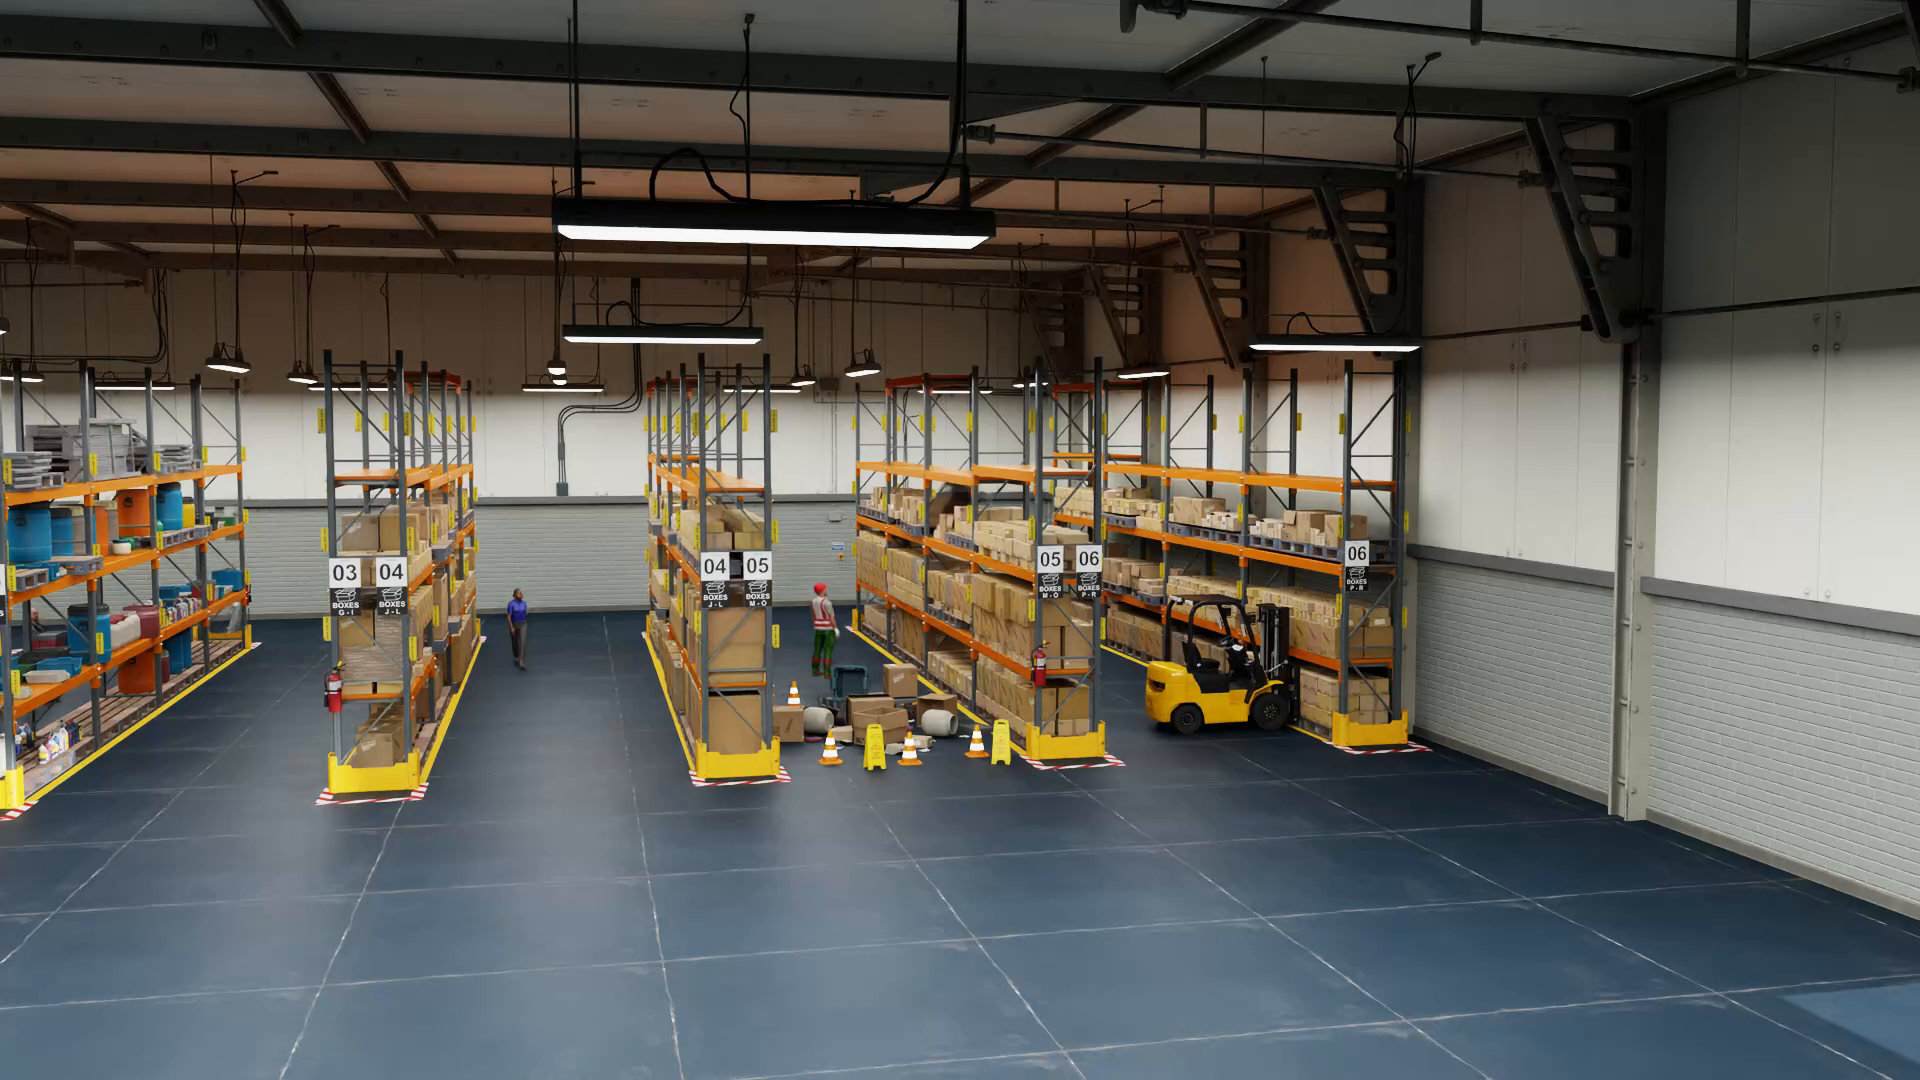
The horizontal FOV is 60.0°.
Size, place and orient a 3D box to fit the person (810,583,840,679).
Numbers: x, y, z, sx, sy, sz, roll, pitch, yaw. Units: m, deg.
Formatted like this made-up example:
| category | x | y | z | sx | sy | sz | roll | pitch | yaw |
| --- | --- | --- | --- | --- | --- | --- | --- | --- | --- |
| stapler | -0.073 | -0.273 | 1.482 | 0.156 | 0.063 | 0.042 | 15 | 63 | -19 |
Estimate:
| category | x | y | z | sx | sy | sz | roll | pitch | yaw |
| --- | --- | --- | --- | --- | --- | --- | --- | --- | --- |
| person | -2.496 | 1.670 | 30.947 | 0.604 | 1.778 | 0.496 | 2 | 5 | 28 |

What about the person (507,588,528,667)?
| category | x | y | z | sx | sy | sz | roll | pitch | yaw |
| --- | --- | --- | --- | --- | --- | --- | --- | --- | --- |
| person | -9.140 | 1.804 | 34.394 | 0.405 | 1.612 | 0.928 | -1 | 4 | -8 |

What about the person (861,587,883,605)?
| category | x | y | z | sx | sy | sz | roll | pitch | yaw |
| --- | --- | --- | --- | --- | --- | --- | --- | --- | --- |
| person | -2.208 | 1.145 | 42.659 | 0.612 | 1.758 | 0.524 | -2 | 4 | -26 |

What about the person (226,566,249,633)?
| category | x | y | z | sx | sy | sz | roll | pitch | yaw |
| --- | --- | --- | --- | --- | --- | --- | --- | --- | --- |
| person | -16.936 | 1.439 | 38.927 | 0.438 | 1.678 | 0.499 | 0 | 4 | -3 |

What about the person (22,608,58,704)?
| category | x | y | z | sx | sy | sz | roll | pitch | yaw |
| --- | --- | --- | --- | --- | --- | --- | --- | --- | --- |
| person | -16.524 | 2.069 | 29.836 | 0.550 | 1.717 | 0.545 | -2 | 4 | -25 |
